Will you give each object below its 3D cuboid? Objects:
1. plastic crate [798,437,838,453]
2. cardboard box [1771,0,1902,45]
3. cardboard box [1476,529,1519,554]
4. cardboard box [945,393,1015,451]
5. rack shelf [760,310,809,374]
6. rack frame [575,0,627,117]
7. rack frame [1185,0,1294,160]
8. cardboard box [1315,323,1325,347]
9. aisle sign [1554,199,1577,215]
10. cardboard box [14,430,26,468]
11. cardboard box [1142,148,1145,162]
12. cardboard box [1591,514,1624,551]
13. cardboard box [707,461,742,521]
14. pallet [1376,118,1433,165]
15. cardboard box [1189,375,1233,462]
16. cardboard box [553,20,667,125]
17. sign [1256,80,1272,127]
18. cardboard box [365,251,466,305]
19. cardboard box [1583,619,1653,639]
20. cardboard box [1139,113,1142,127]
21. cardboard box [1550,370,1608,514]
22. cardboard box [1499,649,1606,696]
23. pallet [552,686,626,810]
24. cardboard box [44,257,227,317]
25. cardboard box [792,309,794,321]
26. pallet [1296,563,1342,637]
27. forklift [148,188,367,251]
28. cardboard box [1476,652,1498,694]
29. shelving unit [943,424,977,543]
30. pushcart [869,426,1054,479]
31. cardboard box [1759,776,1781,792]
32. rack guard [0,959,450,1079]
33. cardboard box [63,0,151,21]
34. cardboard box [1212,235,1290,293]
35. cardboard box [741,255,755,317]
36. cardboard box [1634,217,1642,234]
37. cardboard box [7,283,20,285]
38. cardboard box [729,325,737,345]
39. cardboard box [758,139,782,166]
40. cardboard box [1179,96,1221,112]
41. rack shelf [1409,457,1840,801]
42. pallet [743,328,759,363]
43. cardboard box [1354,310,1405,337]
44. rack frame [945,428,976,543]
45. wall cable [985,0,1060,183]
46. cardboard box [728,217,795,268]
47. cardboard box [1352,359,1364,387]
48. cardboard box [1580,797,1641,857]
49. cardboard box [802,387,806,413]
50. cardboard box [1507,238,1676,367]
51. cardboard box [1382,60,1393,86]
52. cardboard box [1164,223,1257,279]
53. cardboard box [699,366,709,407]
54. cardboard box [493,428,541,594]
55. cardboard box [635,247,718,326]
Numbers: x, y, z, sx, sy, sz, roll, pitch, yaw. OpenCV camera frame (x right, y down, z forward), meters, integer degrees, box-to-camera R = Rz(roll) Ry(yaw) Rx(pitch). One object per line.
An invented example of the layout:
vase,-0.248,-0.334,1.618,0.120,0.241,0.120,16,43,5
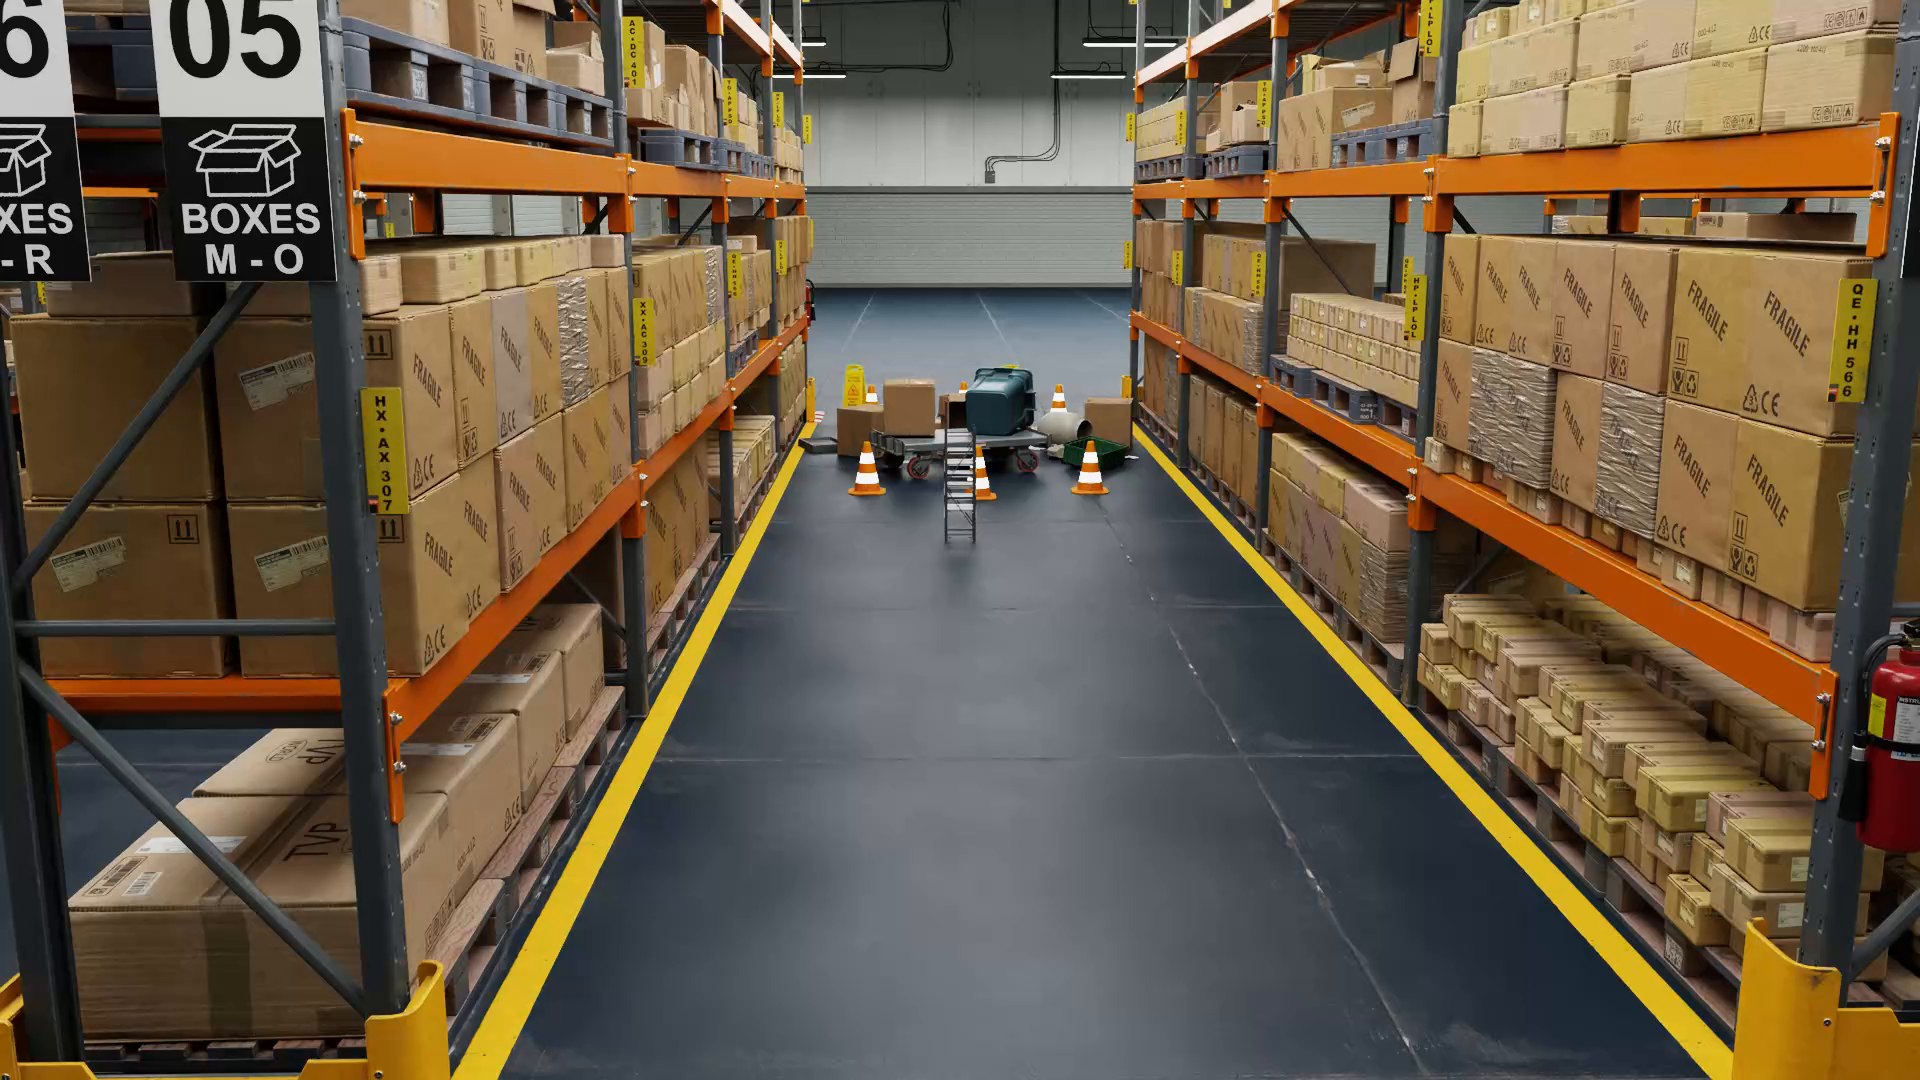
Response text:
plastic crate,-1.488,-1.033,17.949,0.402,0.080,0.583,-4,12,-21
cardboard box,2.656,-1.535,4.659,0.500,0.250,0.500,-1,11,-3
cardboard box,3.086,-0.095,9.326,0.500,0.250,0.500,-1,11,-4
cardboard box,0.237,-1.262,17.672,0.797,0.637,0.503,0,11,-1
rack shelf,-2.316,-2.193,18.135,1.077,0.370,4.000,0,11,-1
rack frame,-2.110,-3.498,7.669,1.000,3.000,0.127,0,11,-1
rack frame,2.672,-5.129,15.707,1.000,3.000,0.127,0,11,-1
cardboard box,2.586,-1.368,11.086,0.380,0.149,0.250,0,11,-1
aisle sign,7.249,-4.269,20.020,0.394,0.787,0.004,0,11,-1
cardboard box,-7.154,-0.498,12.886,0.875,0.625,0.625,0,11,1
cardboard box,2.286,-4.416,19.060,0.380,0.149,0.250,0,11,-1
cardboard box,2.670,-0.053,6.408,0.380,0.149,0.250,0,11,0
cardboard box,-2.194,-0.384,12.958,0.950,0.372,0.625,-1,12,-5
pallet,2.931,-2.100,8.792,1.213,0.211,1.003,0,11,-1
cardboard box,2.775,-1.169,15.879,1.050,0.750,0.750,0,11,-1
cardboard box,-1.838,-2.459,8.785,0.500,0.500,0.500,0,11,-2
sign,2.199,-3.155,12.023,0.100,0.325,0.005,0,11,-1
cardboard box,-1.725,-0.795,5.038,0.380,0.149,0.250,0,11,1
cardboard box,3.162,0.471,7.811,0.380,0.149,0.250,0,11,-2
cardboard box,2.282,-4.859,19.239,0.380,0.149,0.250,0,11,-1
cardboard box,2.628,-0.389,6.431,0.500,0.500,0.500,0,11,2
cardboard box,2.590,0.578,7.281,0.380,0.149,0.250,0,11,0
pallet,-2.172,0.960,7.796,1.003,0.211,1.213,0,11,-1
cardboard box,-2.235,-0.690,4.520,0.380,0.149,0.250,0,11,0
cardboard box,-2.040,-2.493,18.434,0.380,0.149,0.250,0,11,-2
pallet,2.791,0.370,10.703,1.003,0.211,1.213,0,11,-1
forklift,-4.741,-1.161,11.573,1.129,2.867,3.031,0,11,-2
cardboard box,2.661,0.619,7.831,0.380,0.149,0.250,0,11,-1
shelving unit,0.000,-0.439,12.962,0.258,0.900,0.210,0,11,-1
pushcart,0.003,-0.882,16.460,1.648,0.377,0.936,-4,12,-21
cardboard box,3.126,0.930,6.295,0.380,0.149,0.250,-1,11,-4
rack guard,-2.027,1.467,4.571,1.175,0.500,0.348,0,11,-1
cardboard box,-2.126,-1.503,4.450,0.500,0.250,0.500,-1,12,-6
cardboard box,2.701,-2.527,15.204,0.700,0.500,0.500,0,11,-2
cardboard box,-2.008,-2.153,14.070,0.500,0.500,0.500,-1,11,-3
cardboard box,7.327,-3.161,17.581,0.500,0.500,0.500,0,11,-1
cardboard box,-7.517,-2.016,13.569,0.380,0.149,0.250,0,11,-2
cardboard box,-1.945,-1.612,13.037,0.380,0.149,0.250,-1,12,-5
cardboard box,-2.010,-3.779,16.228,0.500,0.250,0.500,0,11,-2
cardboard box,2.346,-4.253,16.251,0.380,0.149,0.250,0,11,-2
rack shelf,2.878,0.152,6.577,1.077,0.370,4.000,0,11,-1
pallet,-2.274,-1.652,14.143,1.003,0.211,1.213,0,11,-1
cardboard box,2.608,-1.311,10.055,0.380,0.149,0.250,-1,11,-4
rack frame,0.002,-0.419,12.862,0.240,0.900,0.006,0,11,-1
wall cable,1.926,-13.977,50.769,2.305,6.003,0.169,0,11,-1
cardboard box,-2.056,-3.023,16.902,0.700,0.500,0.500,0,11,-1
cardboard box,2.601,-1.018,10.109,0.380,0.149,0.250,0,11,1
cardboard box,2.588,1.081,6.299,0.380,0.149,0.250,-1,11,-4
cardboard box,-2.072,-1.637,19.445,0.500,0.250,0.500,0,11,-1
cardboard box,2.608,-0.989,6.877,0.500,0.500,0.500,0,11,0
cardboard box,3.048,-3.107,11.106,0.396,0.266,0.258,0,11,-1
cardboard box,2.571,-2.974,17.080,0.875,0.550,0.550,0,11,-1
cardboard box,-1.902,-0.979,10.715,0.500,0.250,0.500,0,11,-2
cardboard box,-1.781,-0.110,5.806,0.500,0.500,0.500,0,11,-1
cardboard box,-1.901,-1.689,11.072,0.500,0.500,0.500,0,11,0
